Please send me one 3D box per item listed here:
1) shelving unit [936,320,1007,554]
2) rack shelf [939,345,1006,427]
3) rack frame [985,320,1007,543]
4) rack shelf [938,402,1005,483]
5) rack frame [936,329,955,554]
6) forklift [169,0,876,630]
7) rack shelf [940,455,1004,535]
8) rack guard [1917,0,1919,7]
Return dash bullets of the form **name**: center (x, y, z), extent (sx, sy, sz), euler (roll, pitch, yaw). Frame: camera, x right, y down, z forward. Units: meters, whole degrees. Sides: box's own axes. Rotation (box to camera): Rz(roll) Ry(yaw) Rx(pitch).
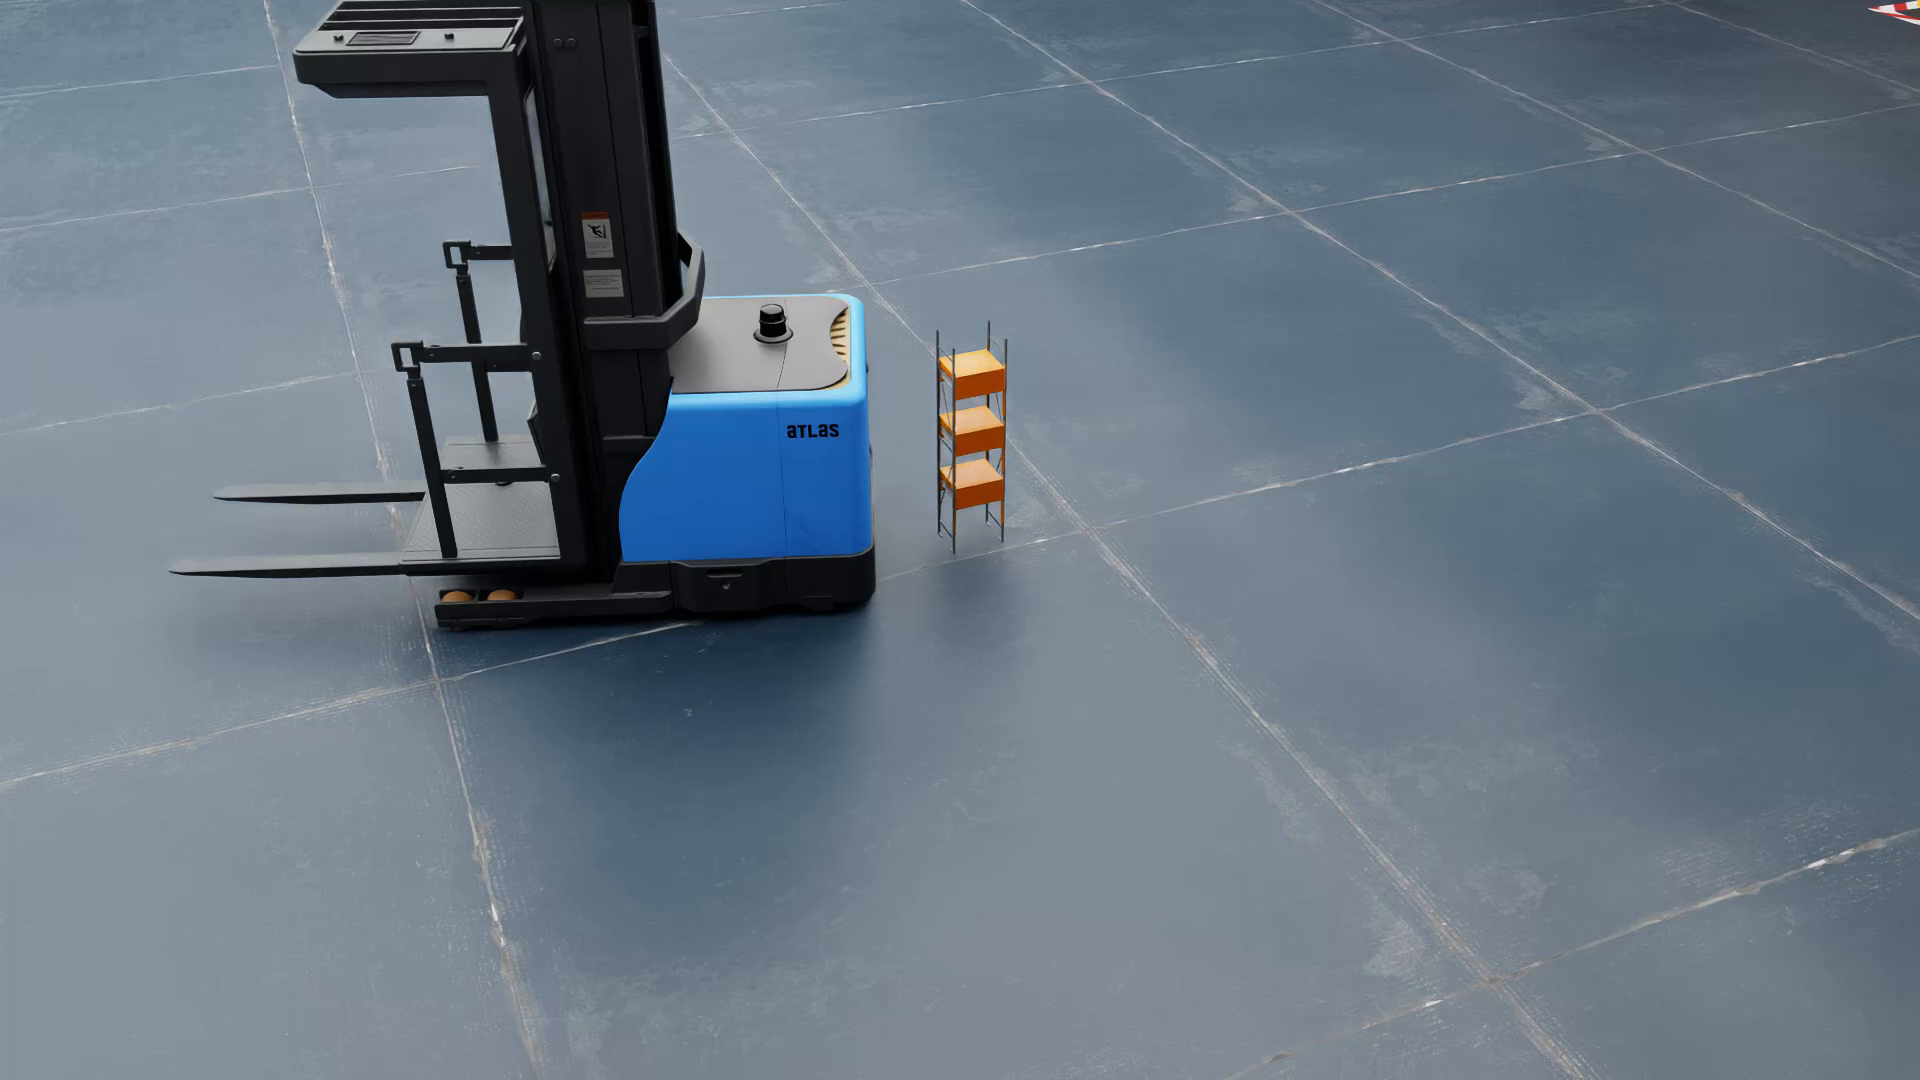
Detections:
- **shelving unit**: center (0.049, -0.451, 7.481), extent (0.252, 1.050, 0.215), euler (-13, 35, -19)
- **rack shelf**: center (0.049, -0.680, 7.332), extent (0.240, 0.259, 0.215), euler (-13, 35, -19)
- **rack frame**: center (0.162, -0.477, 7.521), extent (0.008, 1.050, 0.200), euler (-13, 35, -19)
- **rack shelf**: center (0.049, -0.442, 7.487), extent (0.240, 0.259, 0.215), euler (-13, 35, -19)
- **rack frame**: center (-0.063, -0.426, 7.441), extent (0.008, 1.050, 0.200), euler (-13, 35, -19)
- **forklift**: center (-1.907, -1.138, 6.812), extent (3.031, 2.935, 1.130), euler (-2, 33, -3)
- **rack shelf**: center (0.049, -0.210, 7.638), extent (0.240, 0.259, 0.215), euler (-13, 35, -19)
- **rack guard**: center (9.172, -4.882, 14.795), extent (0.348, 0.500, 1.175), euler (-13, 35, -19)
